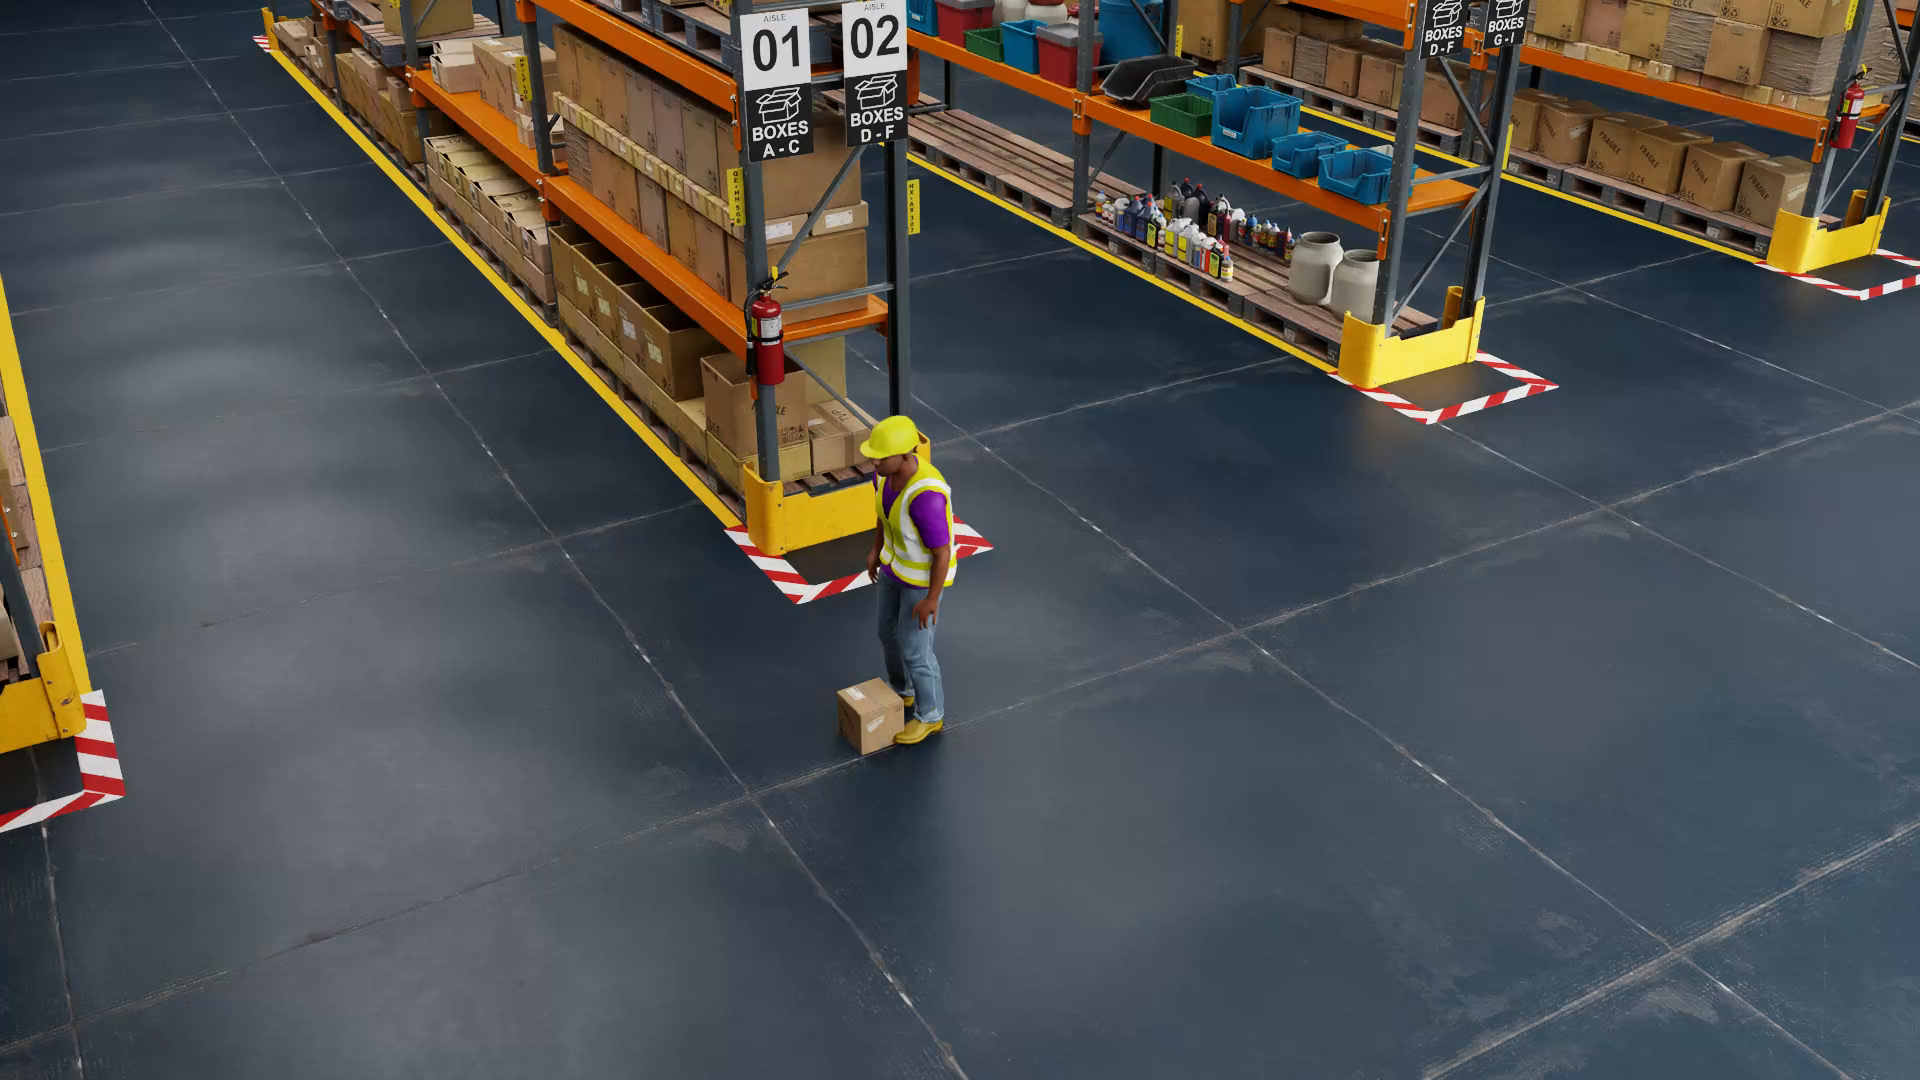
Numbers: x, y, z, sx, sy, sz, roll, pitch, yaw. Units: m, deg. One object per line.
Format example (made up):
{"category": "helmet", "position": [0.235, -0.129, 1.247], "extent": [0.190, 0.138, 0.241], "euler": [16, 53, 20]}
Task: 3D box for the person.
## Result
{"category": "person", "position": [-0.268, 0.174, 8.228], "extent": [0.457, 1.761, 0.628], "euler": [-16, 32, -26]}
